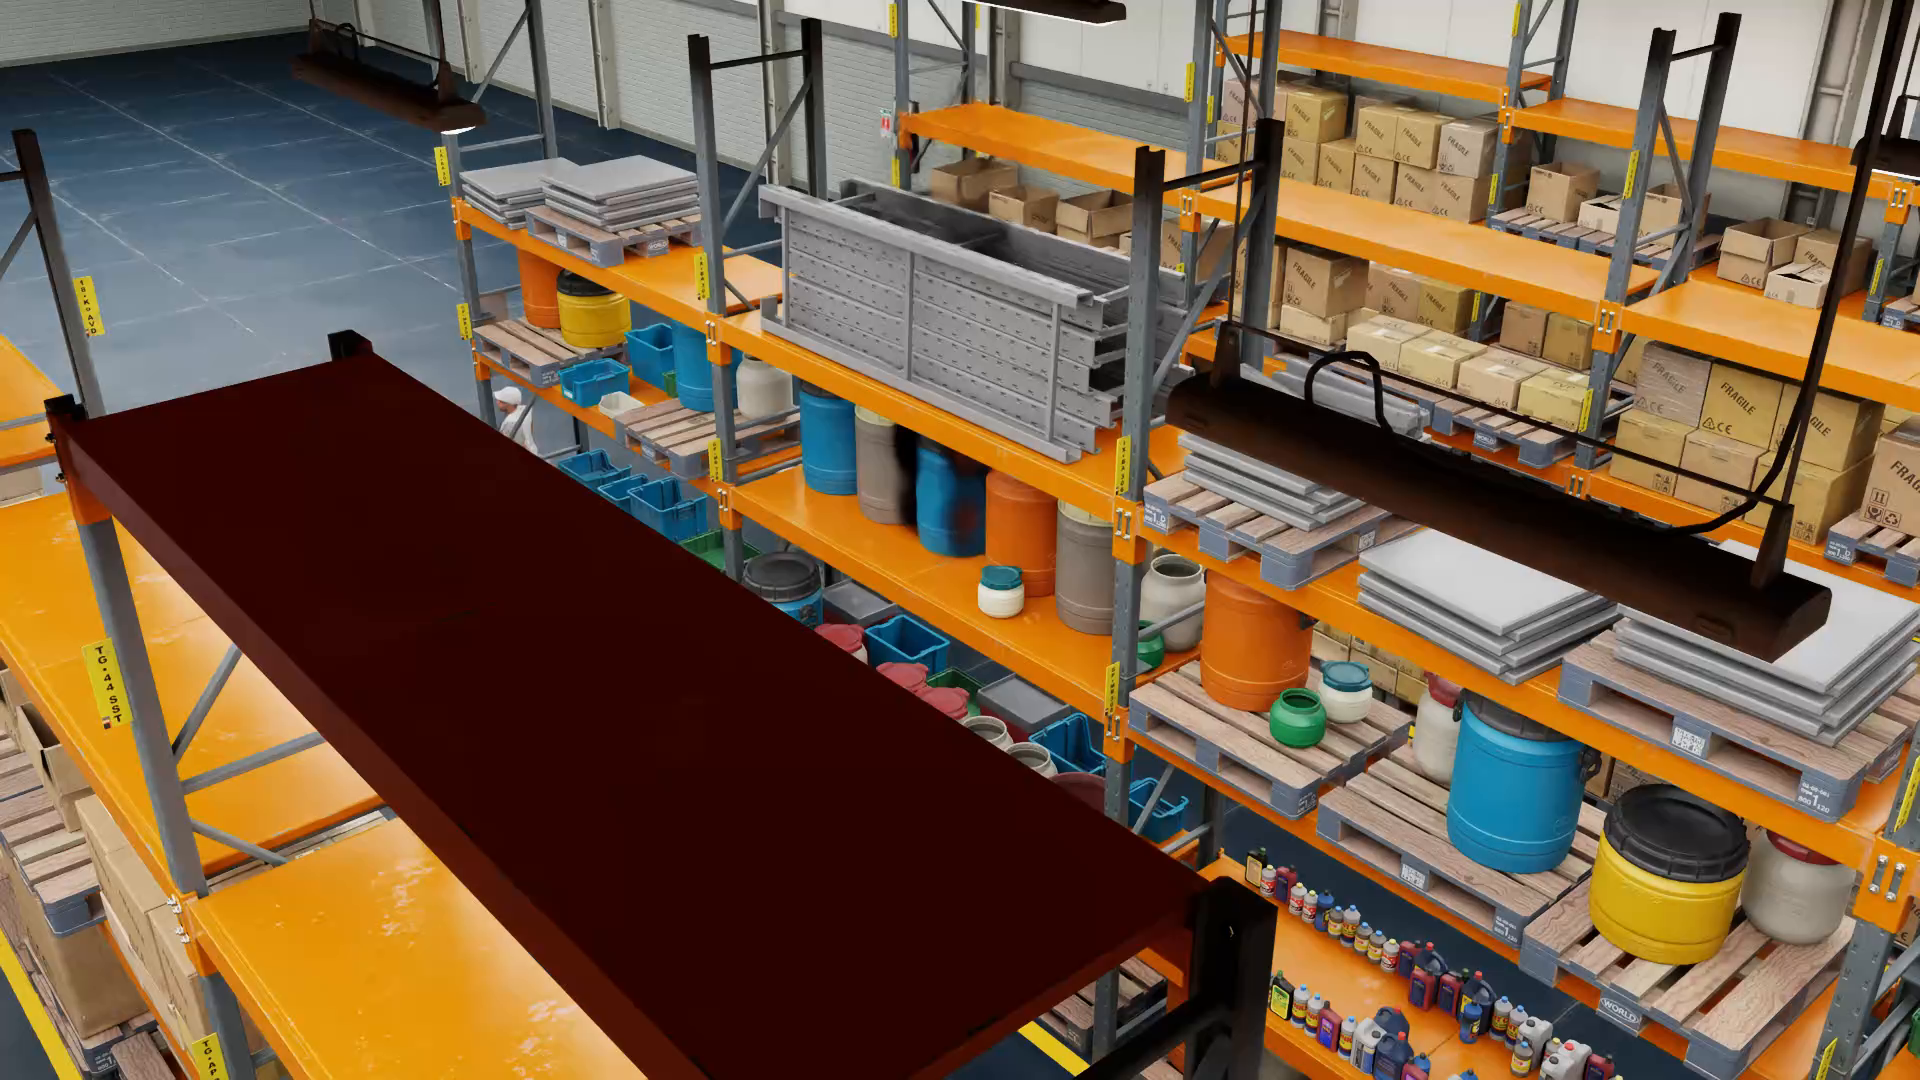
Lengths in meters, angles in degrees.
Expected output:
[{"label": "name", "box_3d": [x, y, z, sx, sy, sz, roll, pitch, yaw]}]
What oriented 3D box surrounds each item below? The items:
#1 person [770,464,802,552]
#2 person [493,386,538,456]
[{"label": "person", "box_3d": [-1.617, -0.202, 16.101, 0.642, 1.671, 0.877, -24, 36, -39]}, {"label": "person", "box_3d": [-4.629, -0.816, 17.282, 0.494, 1.718, 0.716, 2, 27, 4]}]
